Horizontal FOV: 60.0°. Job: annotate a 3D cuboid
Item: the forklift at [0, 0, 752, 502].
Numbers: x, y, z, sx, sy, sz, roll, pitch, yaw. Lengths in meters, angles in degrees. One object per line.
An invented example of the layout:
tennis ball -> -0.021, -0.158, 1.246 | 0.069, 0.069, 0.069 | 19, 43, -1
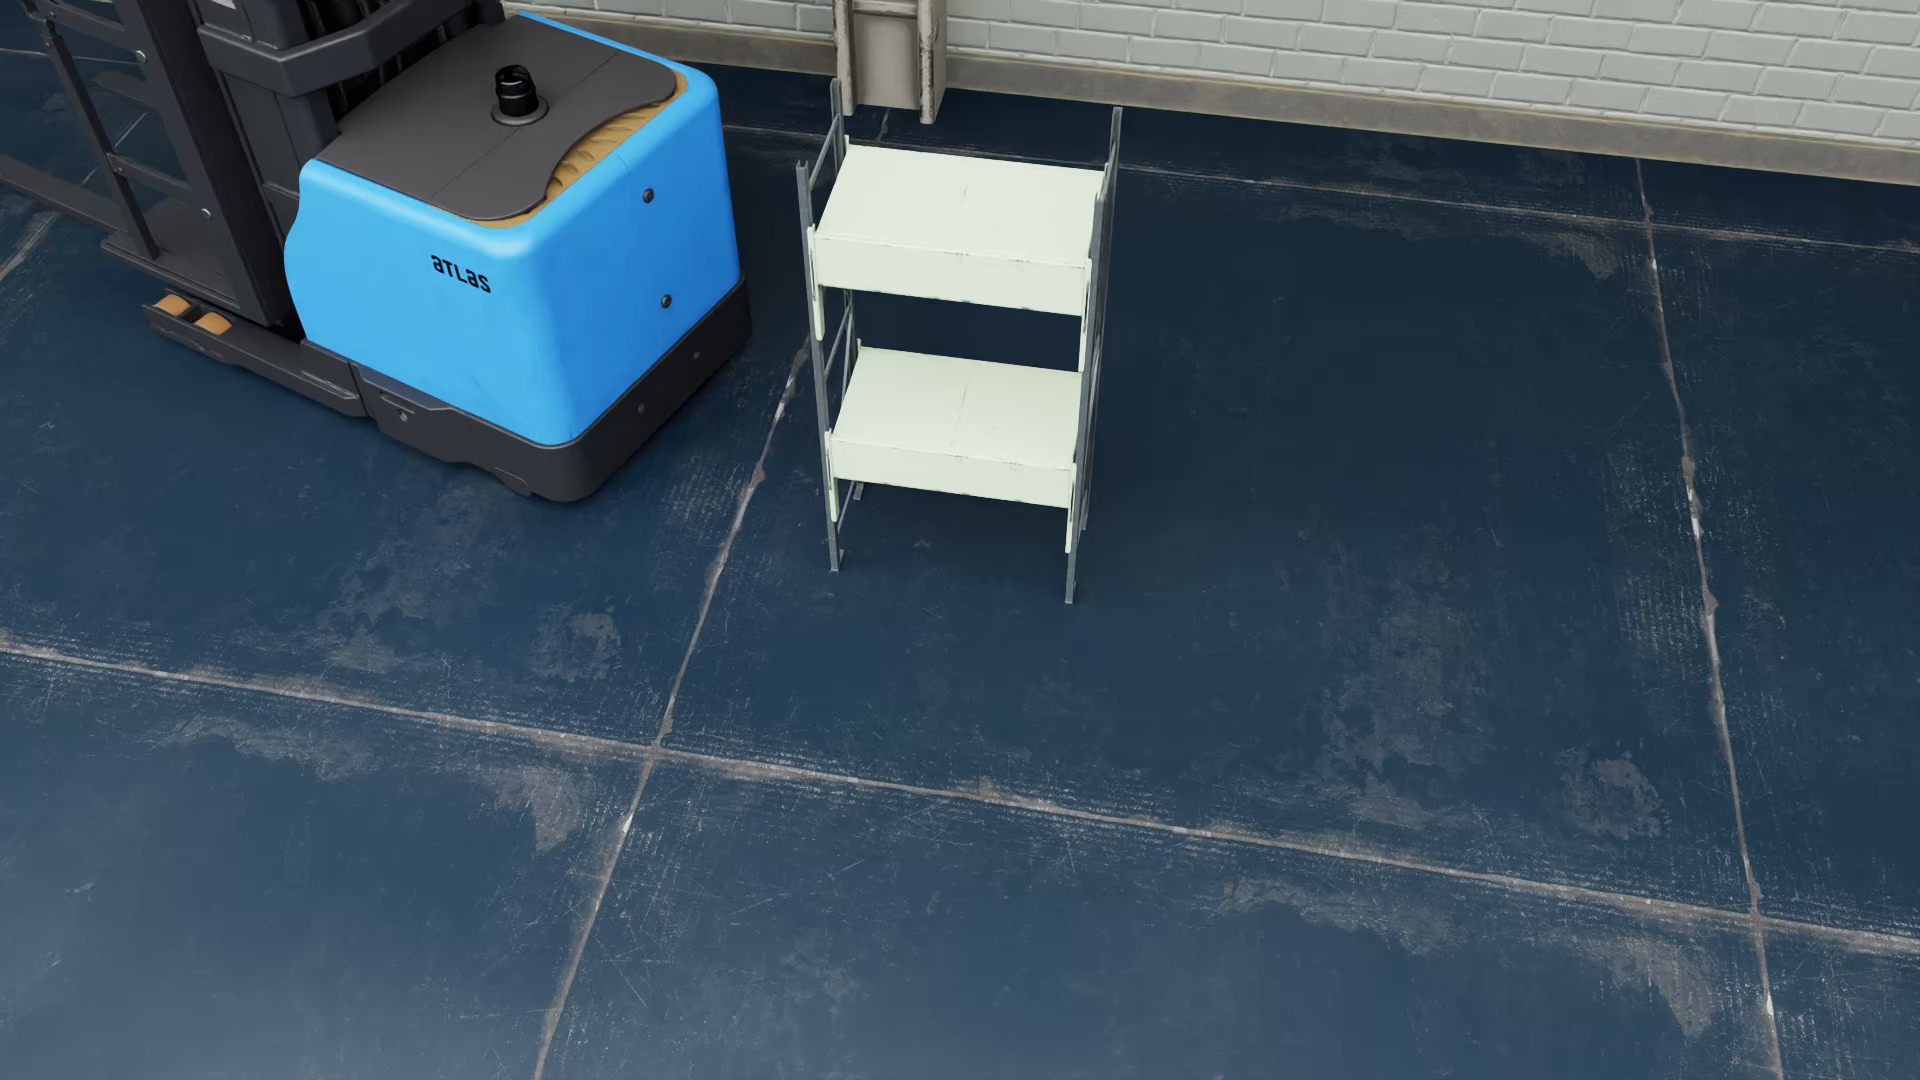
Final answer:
forklift -> -2.263, -1.922, 5.007 | 3.031, 2.935, 1.130 | 23, 52, 19

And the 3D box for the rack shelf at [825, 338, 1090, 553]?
rack shelf -> 0.007, -0.283, 4.934 | 0.720, 0.370, 0.431 | 8, 49, 7

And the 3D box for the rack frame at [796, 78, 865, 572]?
rack frame -> -0.354, -0.549, 4.735 | 0.023, 1.500, 0.400 | 8, 49, 7

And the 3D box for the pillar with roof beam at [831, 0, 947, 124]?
pillar with roof beam -> -1.042, -1.689, 0.718 | 0.400, 9.000, 9.100 | 8, 49, 7

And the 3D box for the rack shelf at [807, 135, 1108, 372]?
rack shelf -> 0.007, -0.761, 4.401 | 0.720, 0.370, 0.431 | 8, 49, 7

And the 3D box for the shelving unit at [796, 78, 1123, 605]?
shelving unit -> 0.007, -0.500, 4.691 | 0.755, 1.500, 0.431 | 8, 49, 7

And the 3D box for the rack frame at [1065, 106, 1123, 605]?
rack frame -> 0.367, -0.452, 4.648 | 0.023, 1.500, 0.400 | 8, 49, 7
